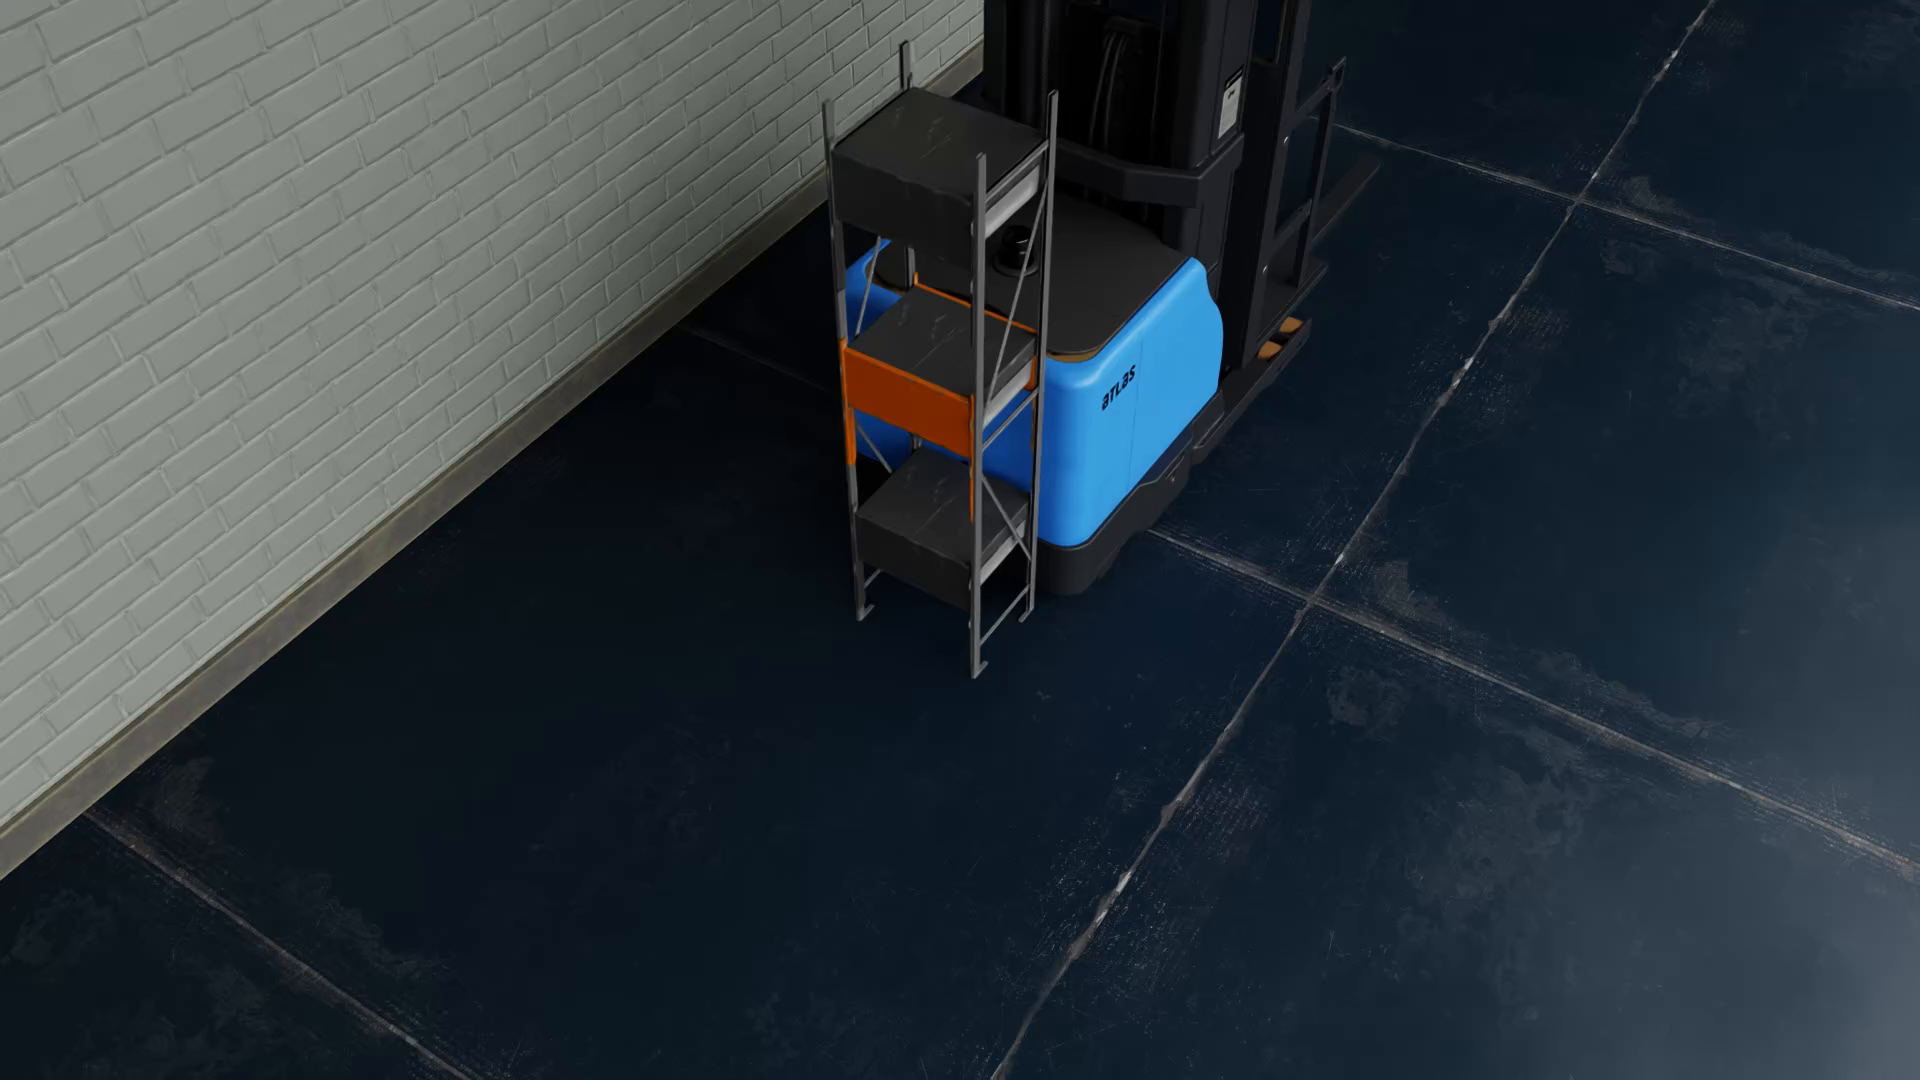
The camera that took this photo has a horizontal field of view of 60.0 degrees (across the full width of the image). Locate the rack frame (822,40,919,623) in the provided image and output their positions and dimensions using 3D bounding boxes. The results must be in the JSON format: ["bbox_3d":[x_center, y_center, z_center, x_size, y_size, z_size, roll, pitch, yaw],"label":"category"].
[{"bbox_3d":[-0.257,-0.559,5.329,0.015,2.100,0.400,25,51,22],"label":"rack frame"}]

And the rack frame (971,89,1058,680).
[{"bbox_3d":[0.152,-0.368,5.143,0.015,2.100,0.400,25,51,22],"label":"rack frame"}]

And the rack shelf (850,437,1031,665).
[{"bbox_3d":[-0.052,0.034,5.748,0.480,0.518,0.431,25,51,22],"label":"rack shelf"}]

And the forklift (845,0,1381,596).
[{"bbox_3d":[0.814,-1.851,6.005,1.130,2.935,3.031,26,51,23],"label":"forklift"}]

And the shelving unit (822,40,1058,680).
[{"bbox_3d":[-0.052,-0.463,5.236,0.503,2.100,0.431,25,51,22],"label":"shelving unit"}]

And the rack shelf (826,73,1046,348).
[{"bbox_3d":[-0.052,-0.942,4.744,0.480,0.518,0.431,25,51,22],"label":"rack shelf"}]

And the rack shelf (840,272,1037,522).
[{"bbox_3d":[-0.052,-0.454,5.246,0.480,0.518,0.431,25,51,22],"label":"rack shelf"}]
